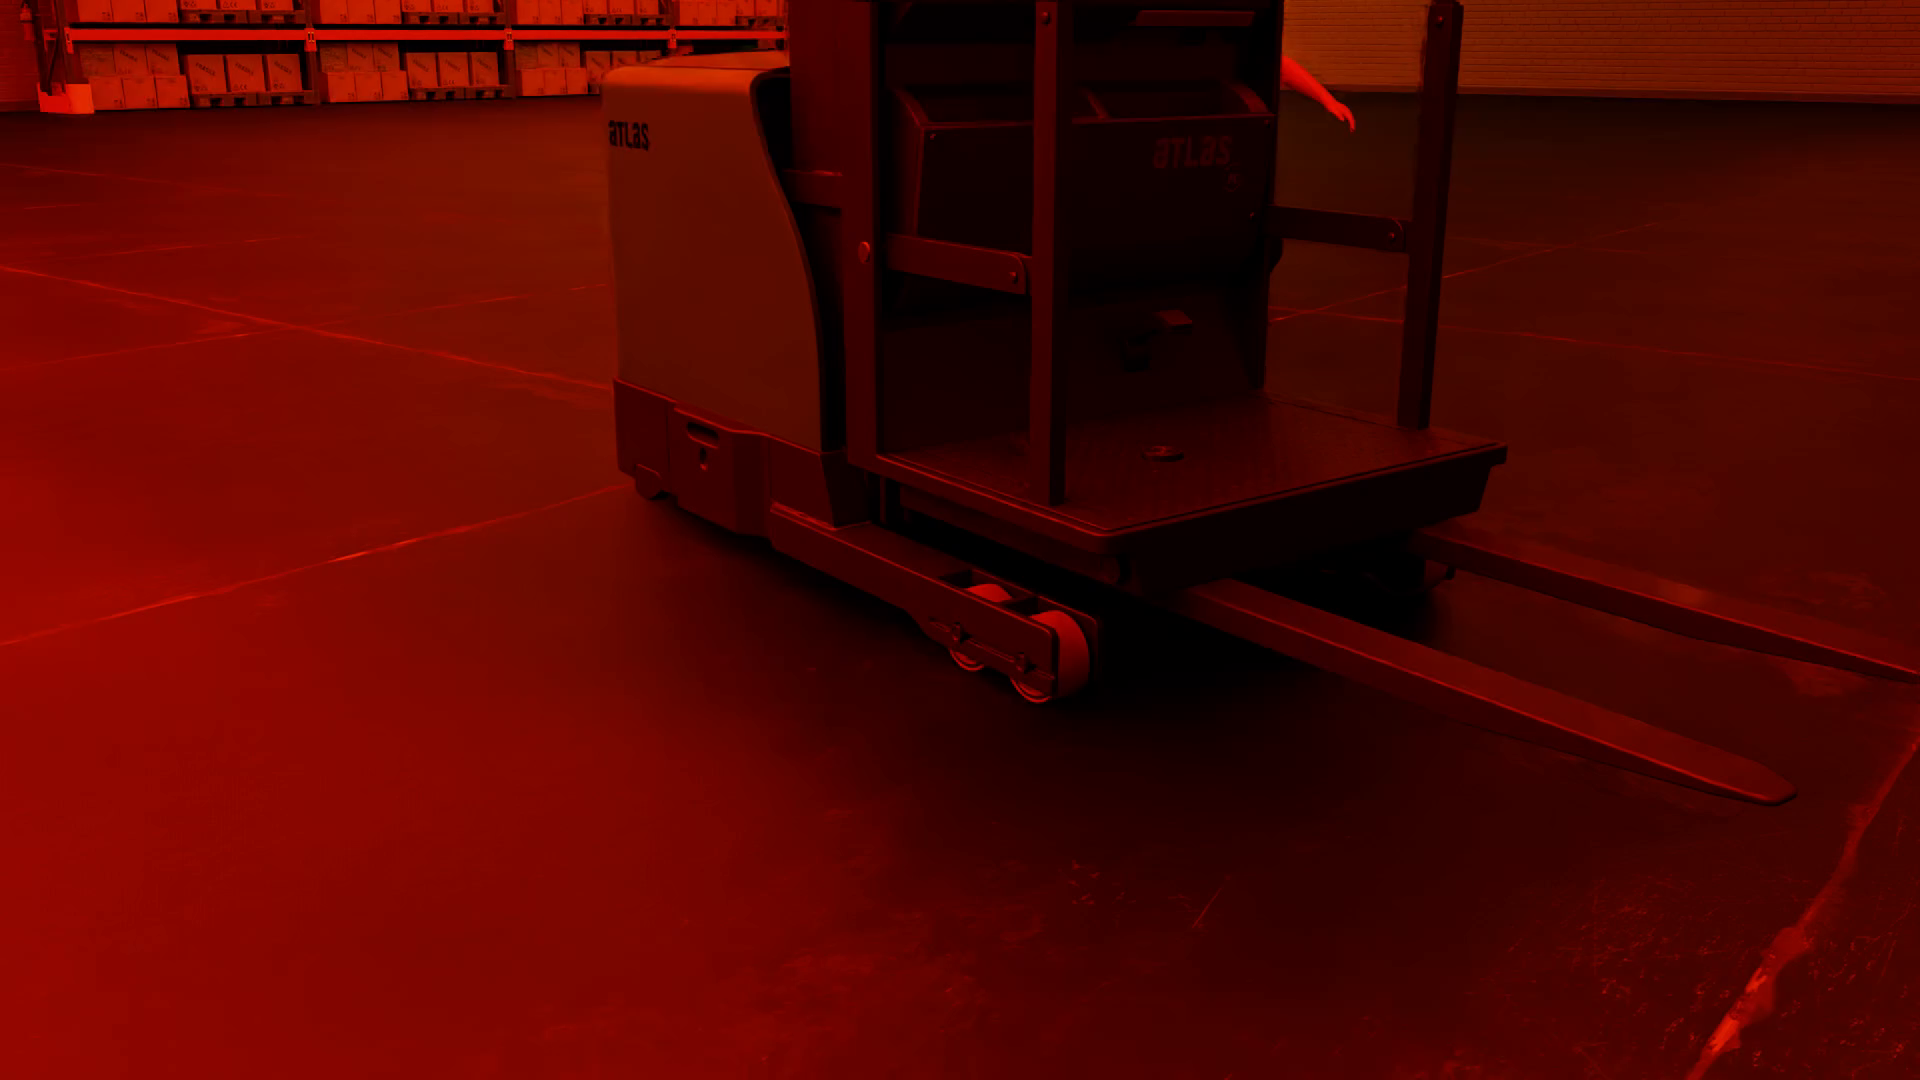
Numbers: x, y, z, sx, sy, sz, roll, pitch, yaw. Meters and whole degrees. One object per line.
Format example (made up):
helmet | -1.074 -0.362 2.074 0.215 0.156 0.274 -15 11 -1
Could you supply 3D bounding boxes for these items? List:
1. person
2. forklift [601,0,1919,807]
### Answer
person | 0.968 -1.424 6.173 1.054 1.504 0.943 -9 19 -27
forklift | 0.391 -1.270 3.079 1.130 2.935 3.031 -12 21 -35
